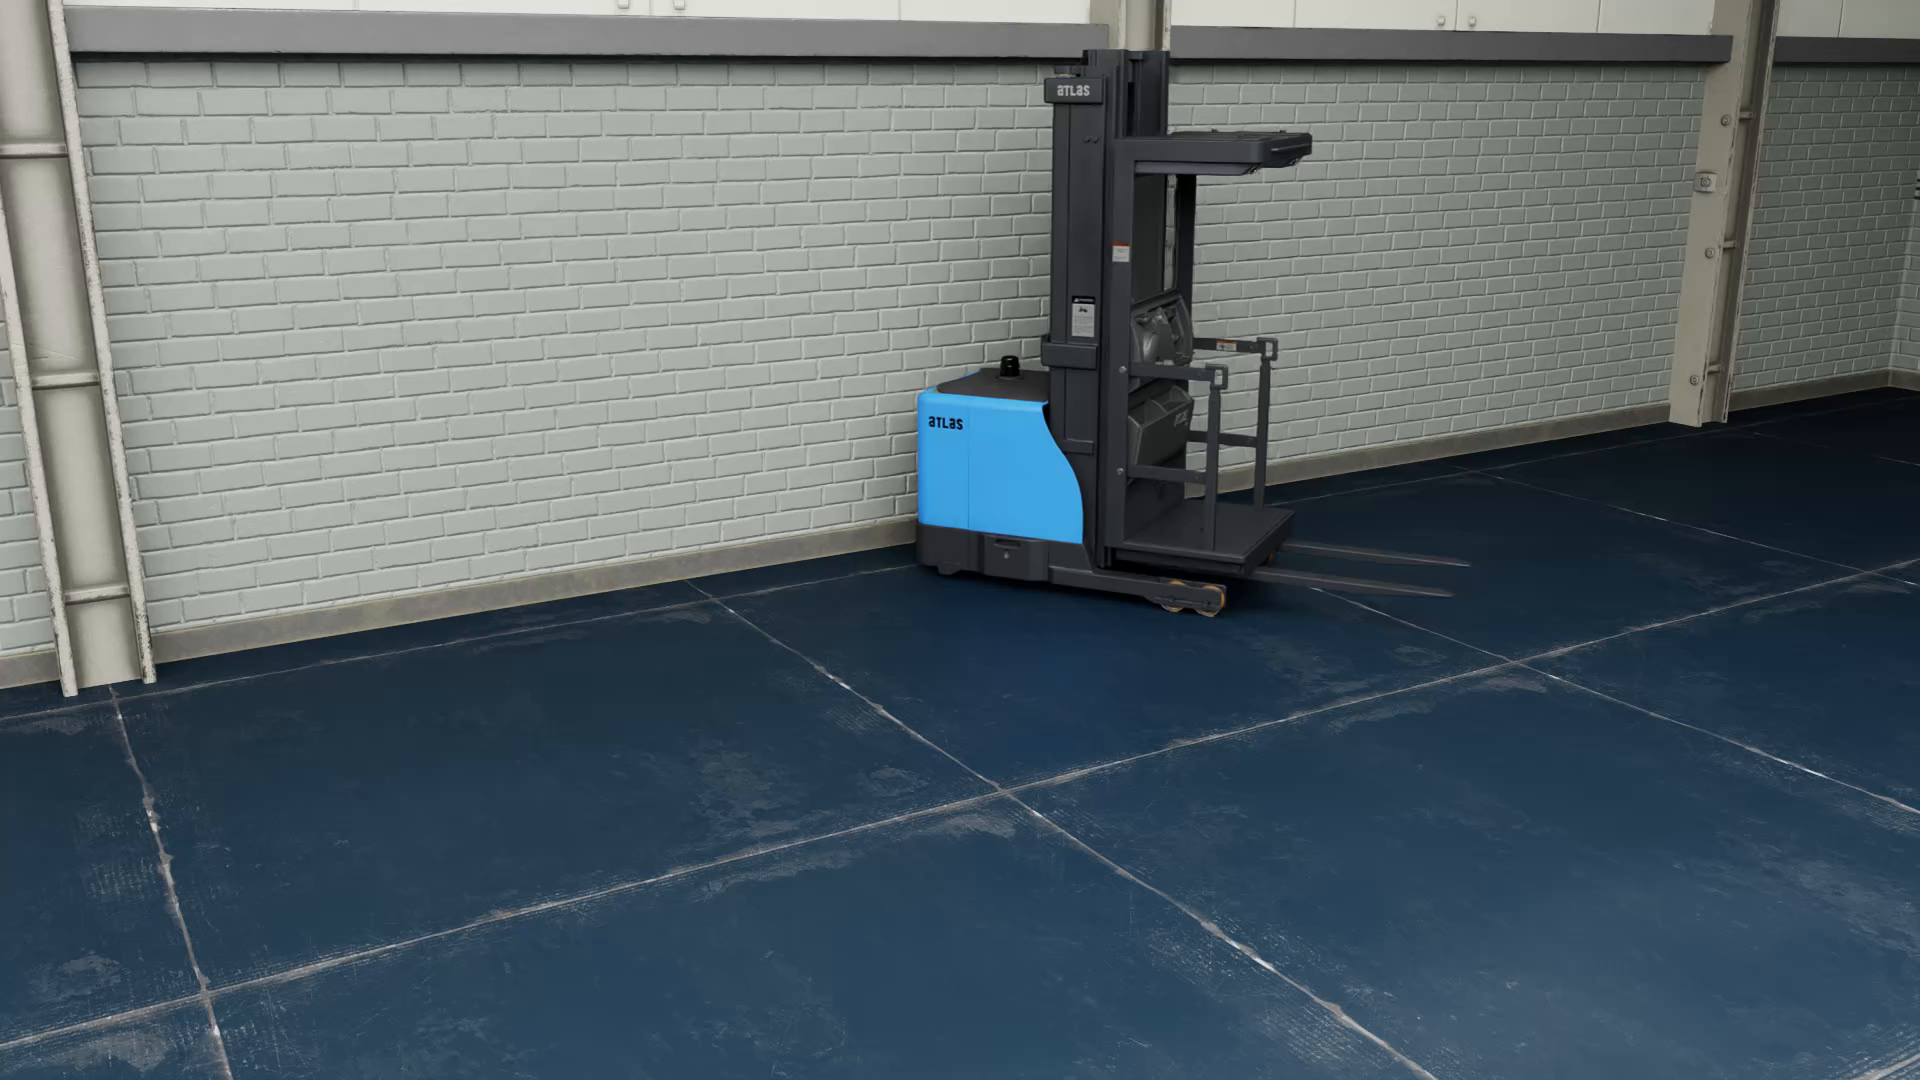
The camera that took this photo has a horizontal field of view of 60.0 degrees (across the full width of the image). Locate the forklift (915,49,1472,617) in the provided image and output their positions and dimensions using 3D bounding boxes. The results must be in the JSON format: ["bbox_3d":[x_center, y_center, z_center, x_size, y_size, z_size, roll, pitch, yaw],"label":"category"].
[{"bbox_3d":[1.300,-1.163,9.127,3.031,2.935,1.130,7,17,24],"label":"forklift"}]

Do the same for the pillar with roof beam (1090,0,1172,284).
[{"bbox_3d":[3.257,-3.499,6.220,0.400,9.000,9.100,-9,18,-30],"label":"pillar with roof beam"}]

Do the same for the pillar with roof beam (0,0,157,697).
[{"bbox_3d":[-1.887,-2.665,3.244,0.400,9.000,9.100,-9,18,-30],"label":"pillar with roof beam"}]

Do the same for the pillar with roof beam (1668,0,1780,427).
[{"bbox_3d":[8.400,-4.333,9.195,0.400,9.000,9.100,-9,18,-30],"label":"pillar with roof beam"}]

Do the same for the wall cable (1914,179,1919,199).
[{"bbox_3d":[9.389,-3.937,13.537,0.112,2.526,3.097,-9,18,-30],"label":"wall cable"}]
